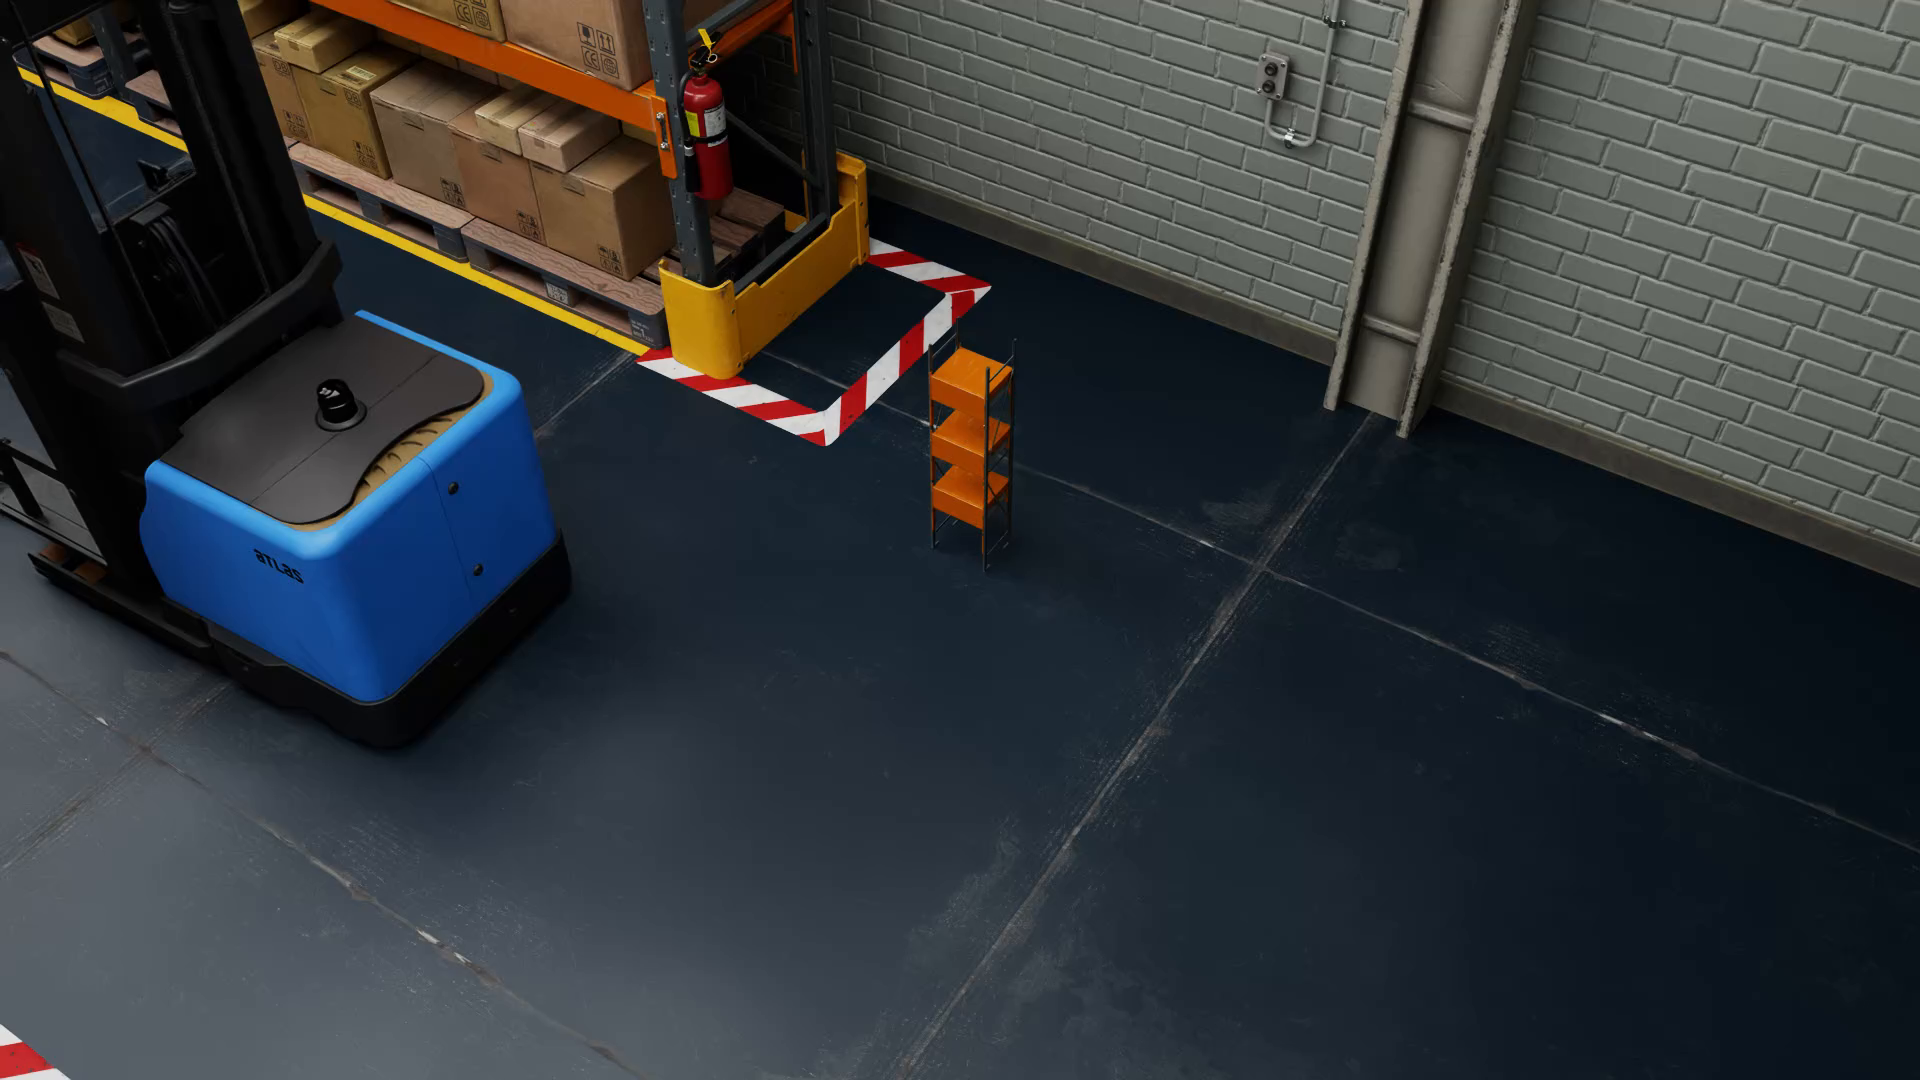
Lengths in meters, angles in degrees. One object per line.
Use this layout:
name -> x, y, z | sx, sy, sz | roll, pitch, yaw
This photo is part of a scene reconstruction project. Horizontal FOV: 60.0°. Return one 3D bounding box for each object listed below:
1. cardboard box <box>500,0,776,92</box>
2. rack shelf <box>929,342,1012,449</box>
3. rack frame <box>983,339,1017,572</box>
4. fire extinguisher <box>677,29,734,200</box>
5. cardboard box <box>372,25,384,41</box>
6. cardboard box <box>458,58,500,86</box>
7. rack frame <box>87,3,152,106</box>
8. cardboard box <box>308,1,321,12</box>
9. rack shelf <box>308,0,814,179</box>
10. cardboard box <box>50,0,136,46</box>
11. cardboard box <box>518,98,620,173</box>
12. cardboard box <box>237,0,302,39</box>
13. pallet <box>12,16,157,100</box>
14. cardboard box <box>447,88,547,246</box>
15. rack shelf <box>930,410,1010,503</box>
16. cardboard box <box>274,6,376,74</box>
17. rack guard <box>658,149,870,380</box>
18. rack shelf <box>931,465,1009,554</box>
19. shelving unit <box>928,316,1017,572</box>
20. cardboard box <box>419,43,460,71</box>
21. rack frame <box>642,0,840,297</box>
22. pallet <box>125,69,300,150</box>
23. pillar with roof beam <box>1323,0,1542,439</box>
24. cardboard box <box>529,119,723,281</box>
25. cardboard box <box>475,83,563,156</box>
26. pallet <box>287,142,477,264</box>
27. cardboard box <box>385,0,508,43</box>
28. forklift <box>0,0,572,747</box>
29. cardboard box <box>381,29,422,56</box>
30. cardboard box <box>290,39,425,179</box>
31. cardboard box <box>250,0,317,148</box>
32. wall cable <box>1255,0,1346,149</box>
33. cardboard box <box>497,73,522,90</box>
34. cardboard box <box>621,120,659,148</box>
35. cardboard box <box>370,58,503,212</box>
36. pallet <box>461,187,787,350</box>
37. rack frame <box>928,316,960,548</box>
cardboard box -> -1.328, -2.469, 6.848 | 0.700, 0.700, 0.980 | 27, 52, 24
rack shelf -> 0.045, -0.536, 6.157 | 0.240, 0.259, 0.215 | 25, 51, 22
rack frame -> 0.148, -0.298, 6.307 | 0.008, 1.050, 0.200 | 25, 51, 22
fire extinguisher -> -1.015, -1.679, 6.604 | 0.183, 0.674, 0.296 | 25, 51, 22
cardboard box -> -2.822, -2.645, 8.226 | 0.250, 0.149, 0.380 | 25, 51, 22
cardboard box -> -2.175, -2.348, 7.938 | 0.250, 0.149, 0.380 | 25, 51, 23
rack frame -> -4.260, -3.721, 8.275 | 0.127, 3.000, 1.000 | 25, 51, 22
cardboard box -> -3.034, -2.743, 8.322 | 0.250, 0.149, 0.380 | 23, 50, 21
rack shelf -> -2.577, -2.696, 7.780 | 4.000, 0.370, 1.077 | 25, 51, 22
cardboard box -> -4.878, -3.292, 9.063 | 0.750, 0.750, 0.750 | 25, 51, 23
cardboard box -> -1.743, -1.824, 7.429 | 0.250, 0.149, 0.380 | 24, 51, 22
cardboard box -> -3.496, -2.629, 8.211 | 0.250, 0.149, 0.380 | 26, 51, 23
pallet -> -4.950, -3.003, 9.521 | 1.213, 0.211, 1.003 | 25, 51, 22
cardboard box -> -1.958, -1.852, 7.909 | 0.500, 0.500, 0.700 | 25, 51, 22
rack shelf -> 0.045, -0.338, 6.361 | 0.240, 0.259, 0.215 | 25, 51, 22
cardboard box -> -3.057, -2.427, 8.014 | 0.250, 0.149, 0.380 | 23, 50, 21
rack guard -> -0.873, -1.292, 7.657 | 0.348, 0.500, 1.175 | 25, 51, 22
rack shelf -> 0.045, -0.144, 6.560 | 0.240, 0.259, 0.215 | 25, 51, 22
shelving unit -> 0.045, -0.345, 6.353 | 0.252, 1.050, 0.215 | 25, 51, 22
cardboard box -> -2.391, -2.447, 8.034 | 0.250, 0.149, 0.380 | 25, 51, 22
rack frame -> -0.893, -2.173, 6.770 | 0.127, 3.000, 1.000 | 25, 51, 22
pallet -> -3.662, -2.408, 8.943 | 1.213, 0.211, 1.003 | 25, 51, 22
pillar with roof beam -> -0.478, -1.141, 1.584 | 0.400, 9.000, 9.100 | 25, 51, 22
cardboard box -> -1.536, -1.659, 7.720 | 0.500, 0.500, 0.700 | 25, 51, 22
cardboard box -> -1.958, -1.923, 7.525 | 0.250, 0.149, 0.380 | 26, 51, 23
pallet -> -2.631, -1.936, 8.484 | 1.213, 0.211, 1.003 | 25, 51, 22
cardboard box -> -1.946, -2.744, 7.115 | 0.700, 0.700, 0.980 | 24, 51, 22
forklift -> -3.052, -1.080, 5.756 | 3.031, 2.935, 1.130 | 23, 50, 21
cardboard box -> -2.604, -2.545, 8.129 | 0.250, 0.149, 0.380 | 24, 50, 21
cardboard box -> -2.834, -2.249, 8.294 | 0.500, 0.500, 0.700 | 26, 51, 23
cardboard box -> -3.265, -2.449, 8.488 | 0.500, 0.500, 0.700 | 24, 51, 22
wall cable -> 0.695, -2.602, 6.479 | 1.851, 1.984, 0.084 | 25, 51, 22
cardboard box -> -1.960, -2.250, 7.843 | 0.250, 0.149, 0.380 | 25, 51, 22
cardboard box -> -1.323, -1.957, 7.558 | 0.250, 0.149, 0.380 | 25, 51, 22
cardboard box -> -2.381, -2.047, 8.097 | 0.500, 0.500, 0.700 | 23, 50, 21
pallet -> -1.608, -1.463, 8.025 | 1.213, 0.211, 1.003 | 25, 51, 22
rack frame -> -0.058, -0.392, 6.399 | 0.008, 1.050, 0.200 | 25, 51, 22
